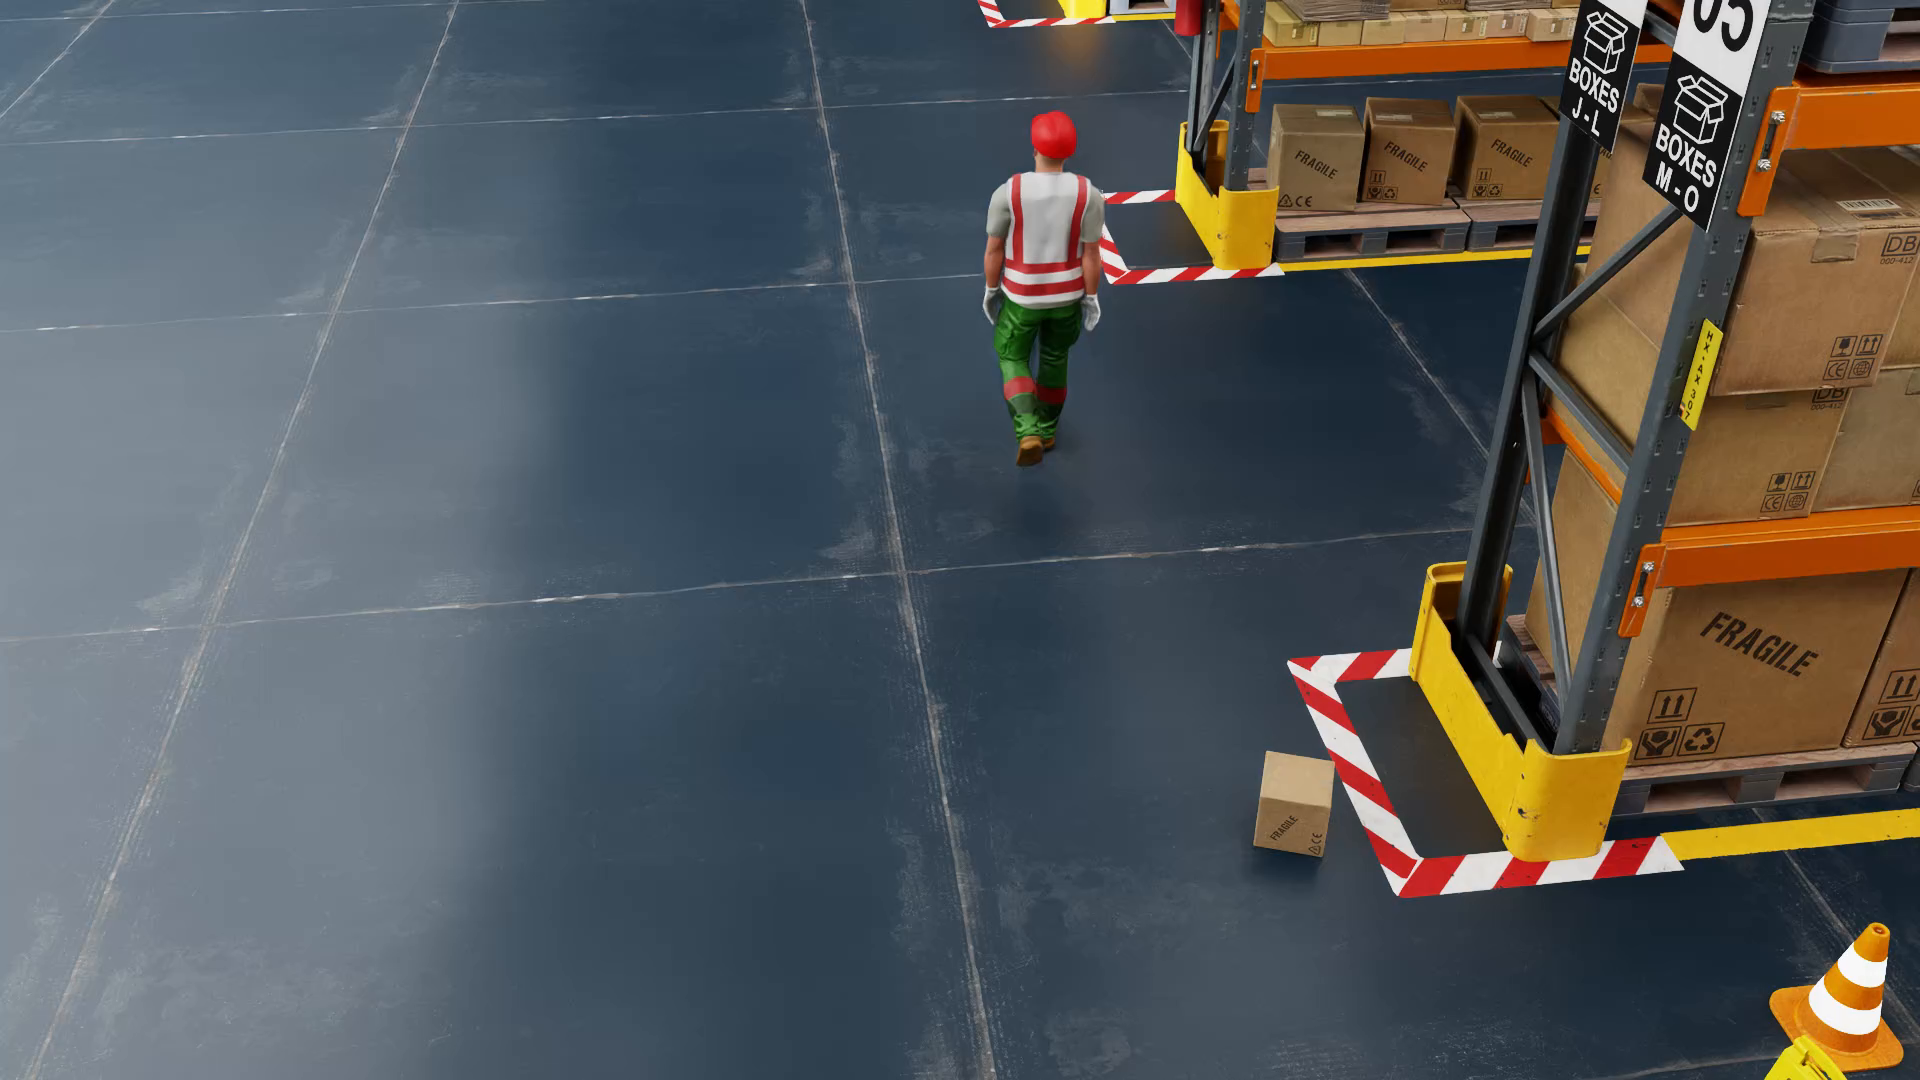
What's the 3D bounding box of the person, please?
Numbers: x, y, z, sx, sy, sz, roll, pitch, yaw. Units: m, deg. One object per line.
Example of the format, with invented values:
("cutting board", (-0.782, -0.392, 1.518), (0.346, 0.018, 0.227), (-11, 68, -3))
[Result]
("person", (0.385, -1.135, 7.752), (0.549, 1.773, 0.759), (-2, 35, -3))
